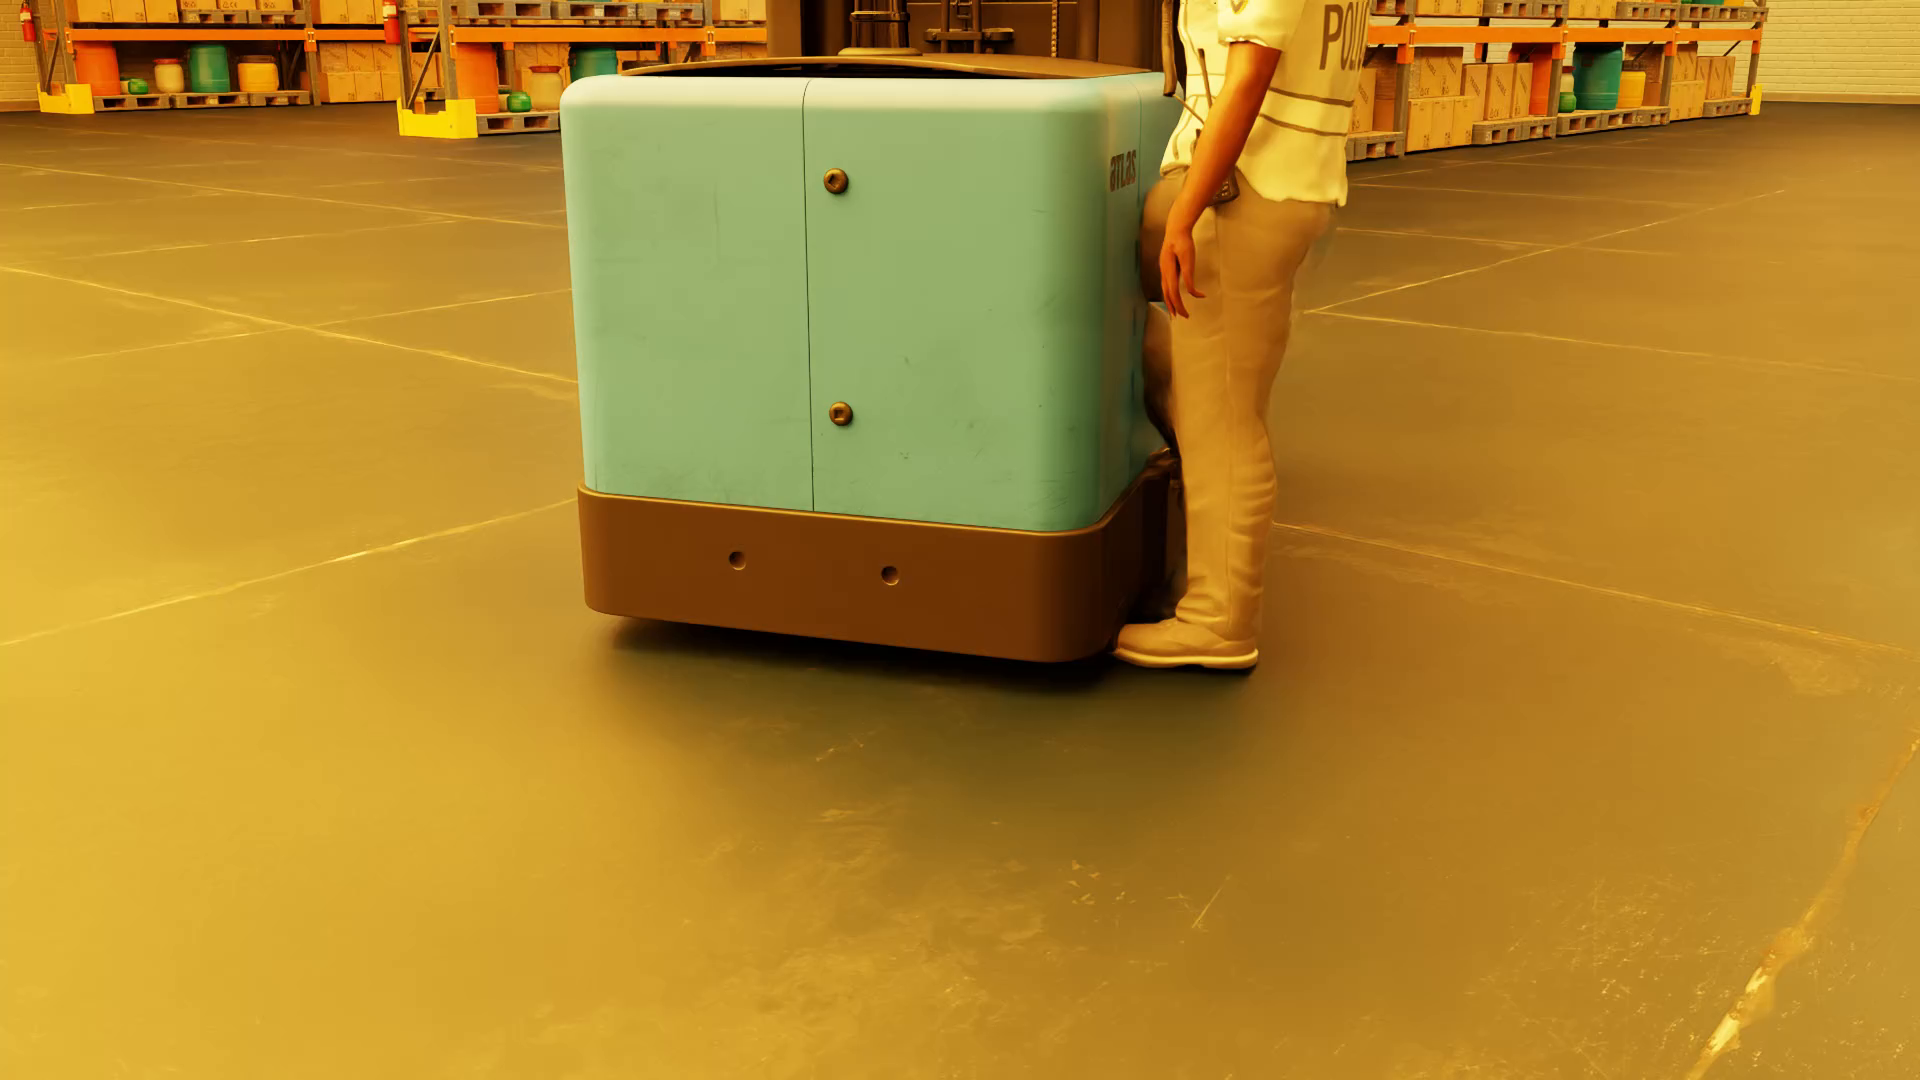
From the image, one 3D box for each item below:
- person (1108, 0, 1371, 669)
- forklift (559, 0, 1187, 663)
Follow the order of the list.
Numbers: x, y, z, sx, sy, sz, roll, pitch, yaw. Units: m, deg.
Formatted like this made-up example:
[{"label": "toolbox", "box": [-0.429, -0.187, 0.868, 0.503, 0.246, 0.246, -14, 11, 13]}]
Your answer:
[{"label": "person", "box": [0.416, -0.599, 2.994, 0.587, 1.694, 0.566, 8, 19, 24]}, {"label": "forklift", "box": [0.182, -1.571, 4.072, 1.130, 2.935, 3.031, 5, 18, 17]}]
